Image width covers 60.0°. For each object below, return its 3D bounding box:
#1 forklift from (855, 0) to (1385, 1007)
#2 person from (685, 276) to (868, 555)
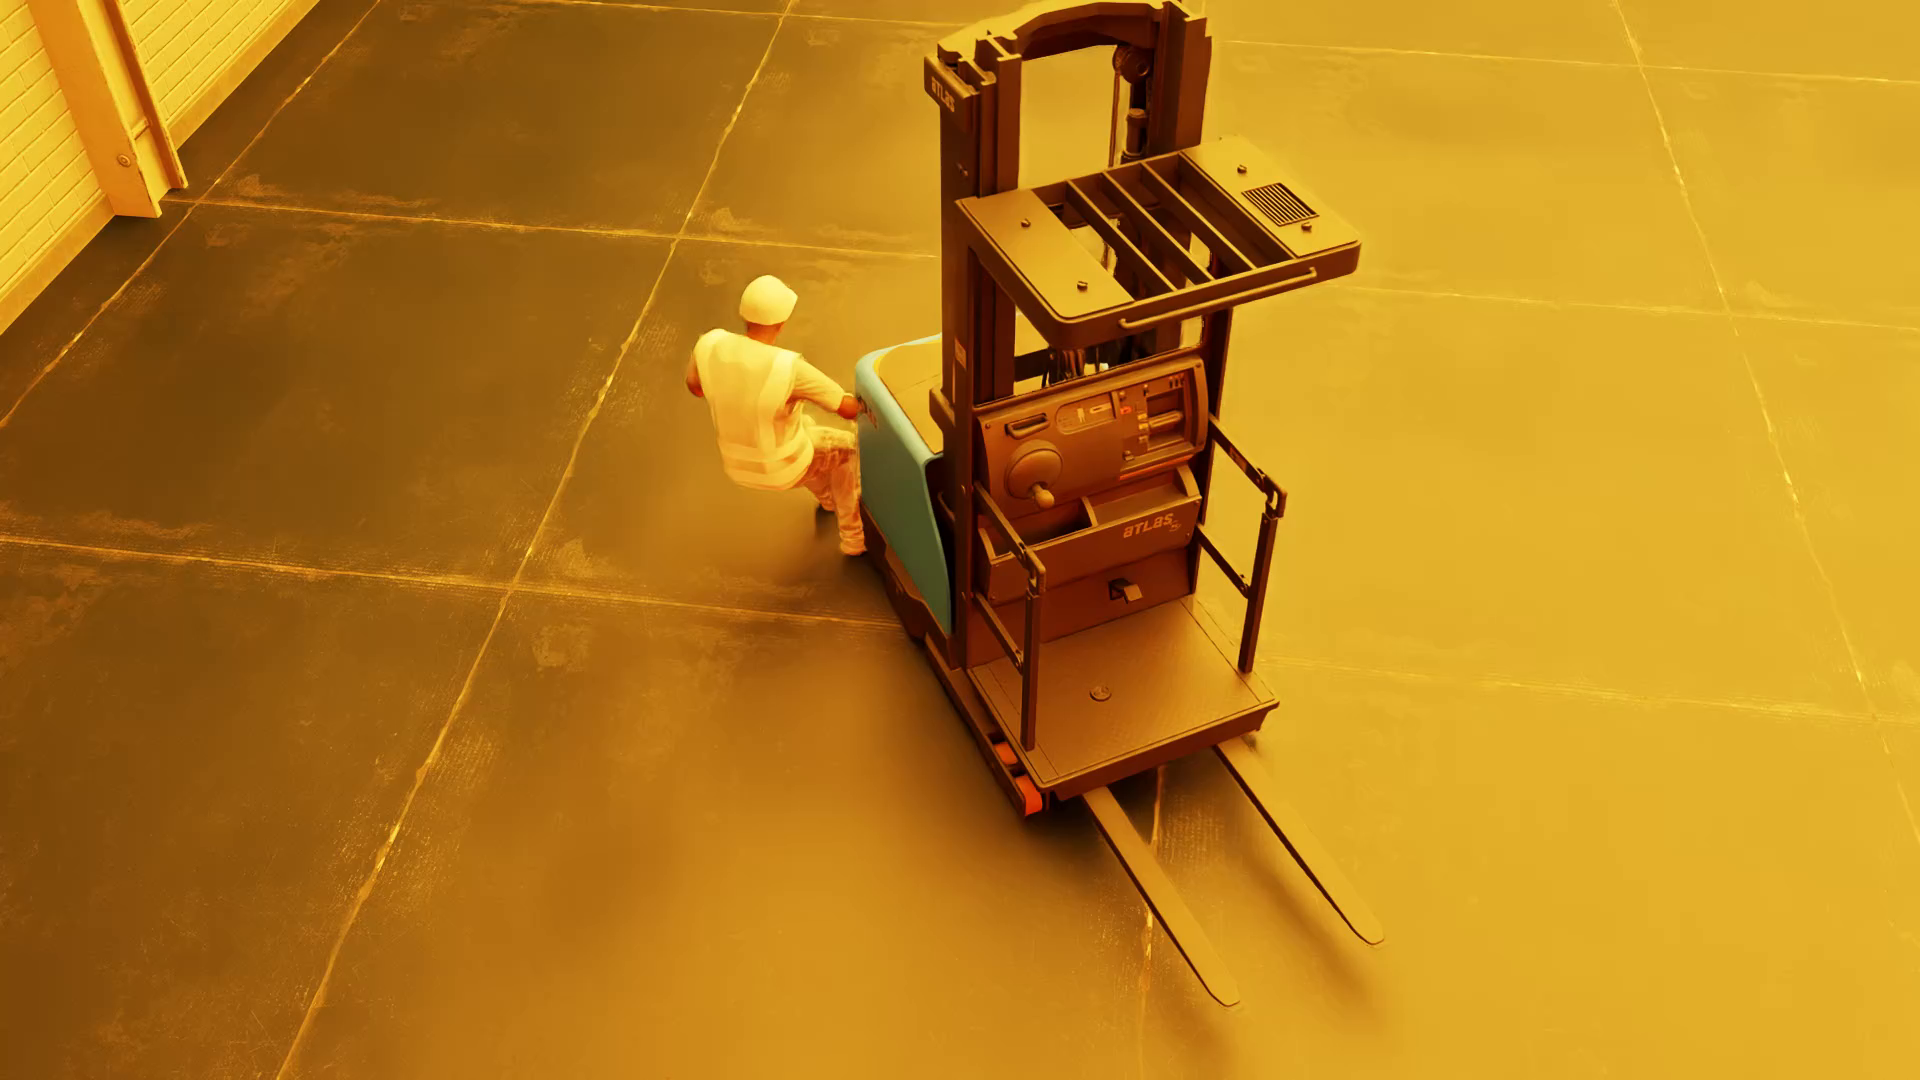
[{"bbox_3d":[0.601,-0.313,6.065,1.130,2.935,3.031,-17,45,-18],"label":"forklift"},{"bbox_3d":[-0.727,-0.583,7.444,0.805,1.569,0.897,17,45,18],"label":"person"}]
